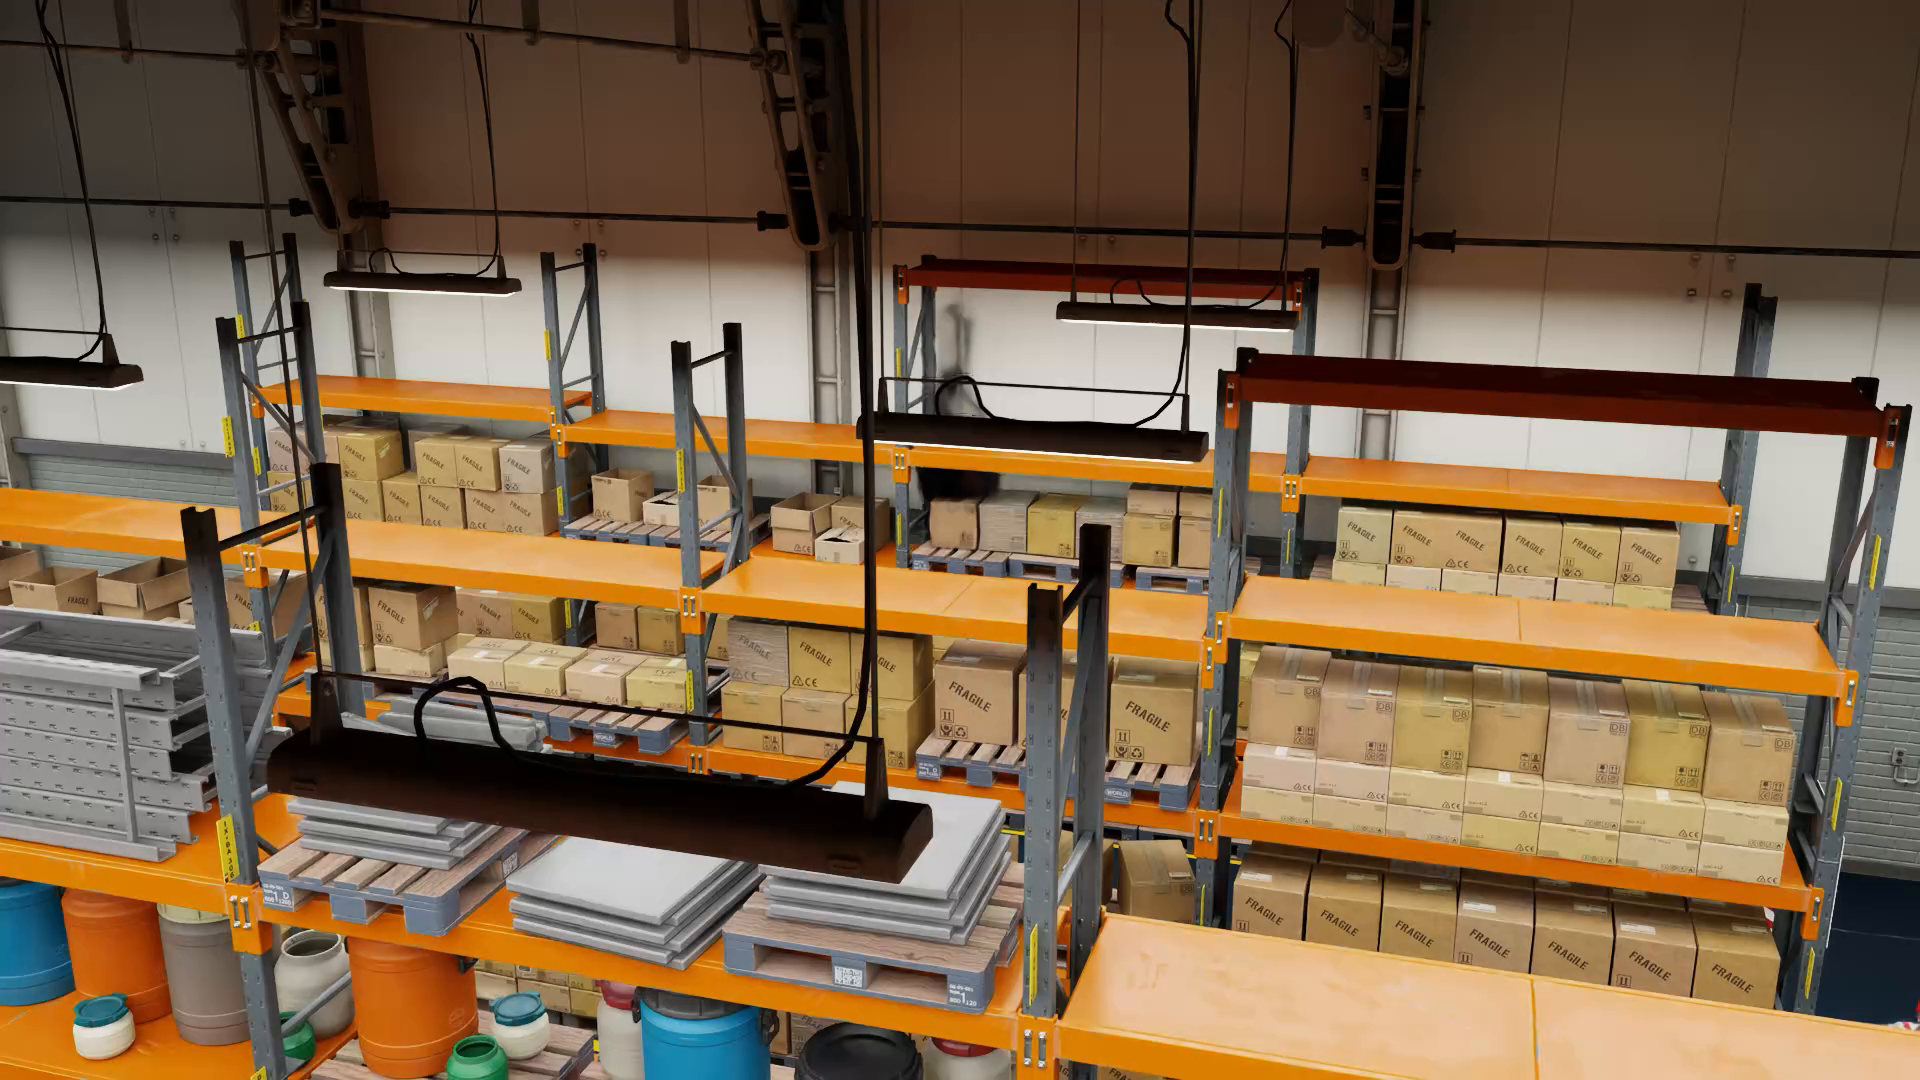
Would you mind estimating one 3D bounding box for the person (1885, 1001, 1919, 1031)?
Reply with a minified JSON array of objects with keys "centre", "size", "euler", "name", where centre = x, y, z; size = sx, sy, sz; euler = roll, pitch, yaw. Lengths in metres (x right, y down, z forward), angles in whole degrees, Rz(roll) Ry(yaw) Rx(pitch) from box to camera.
[{"centre":[6.760,3.992,11.802],"size":[0.667,1.741,0.567],"euler":[5,17,16],"name":"person"}]
